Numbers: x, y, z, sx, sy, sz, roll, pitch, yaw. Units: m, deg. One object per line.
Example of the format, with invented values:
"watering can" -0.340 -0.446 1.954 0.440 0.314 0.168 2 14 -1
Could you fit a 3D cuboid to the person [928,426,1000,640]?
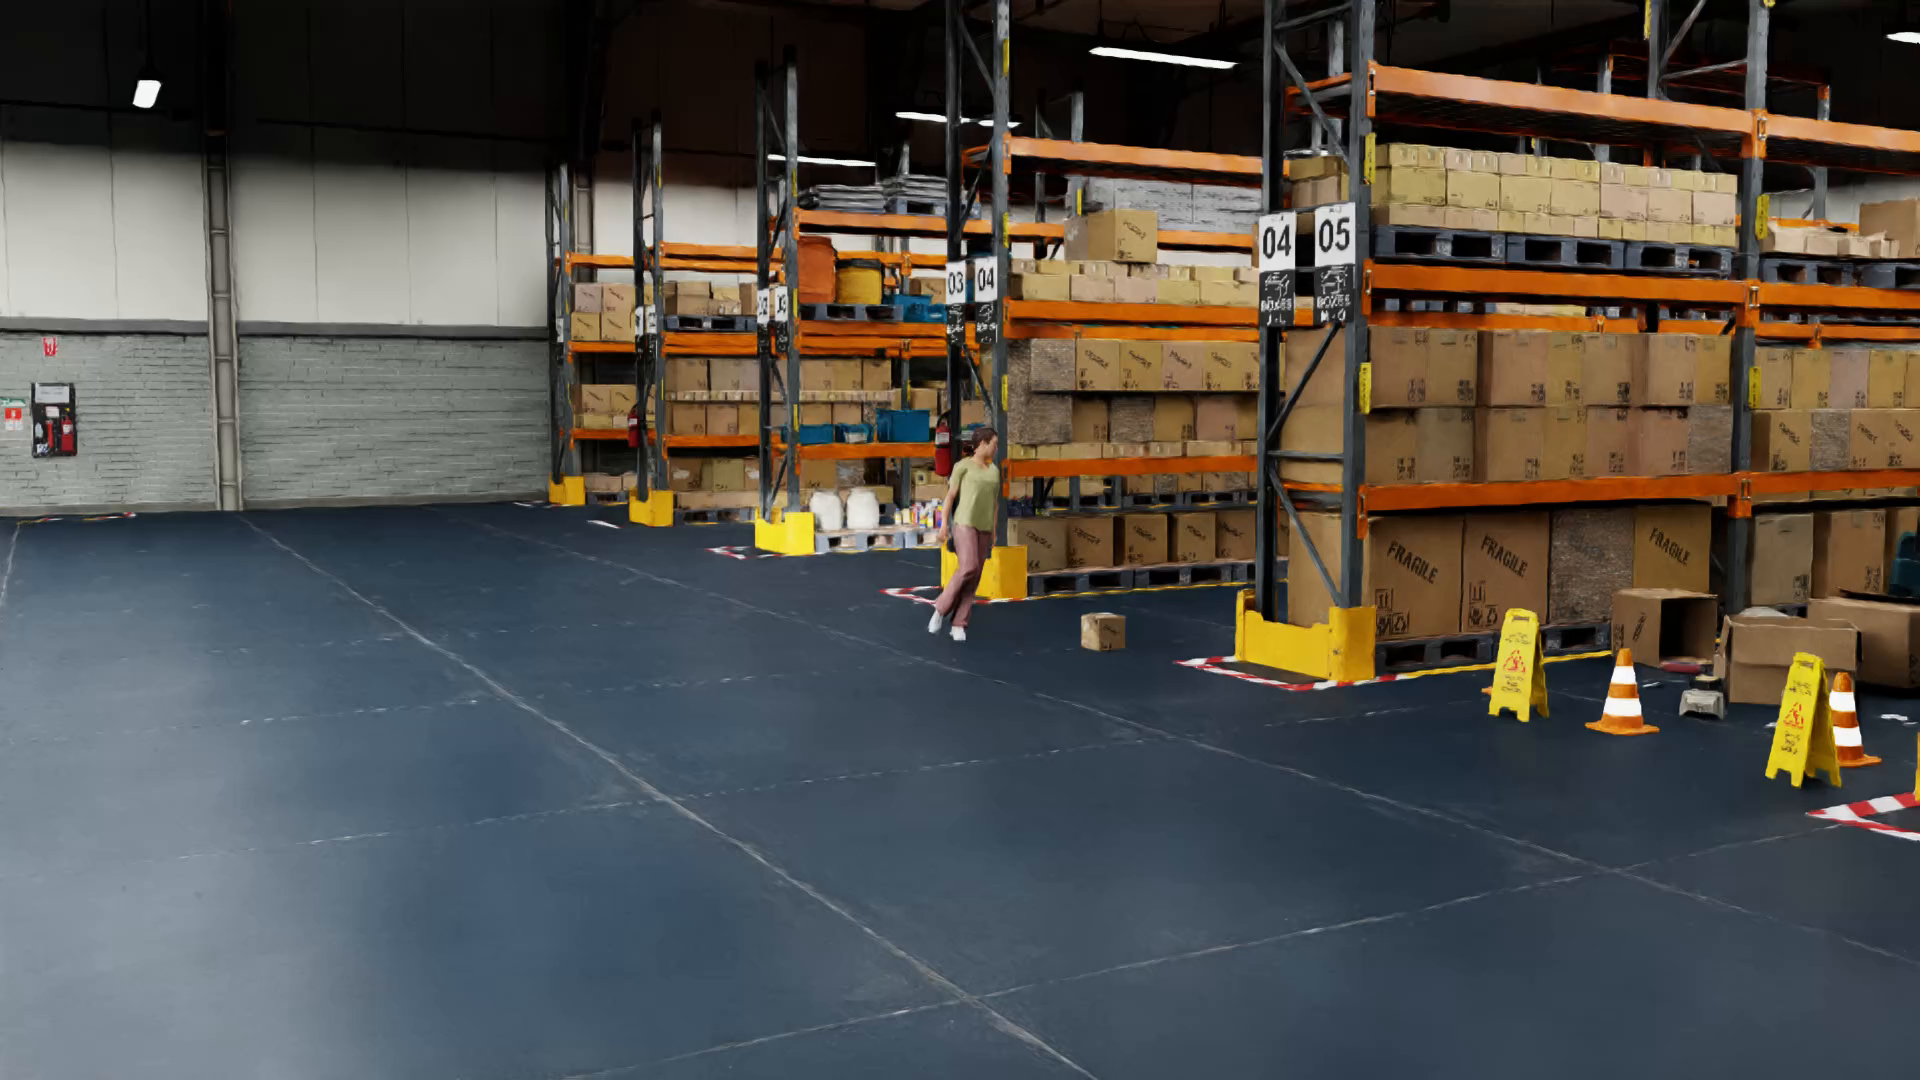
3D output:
"person" 0.079 0.063 13.008 0.654 1.421 0.437 -3 6 -31
